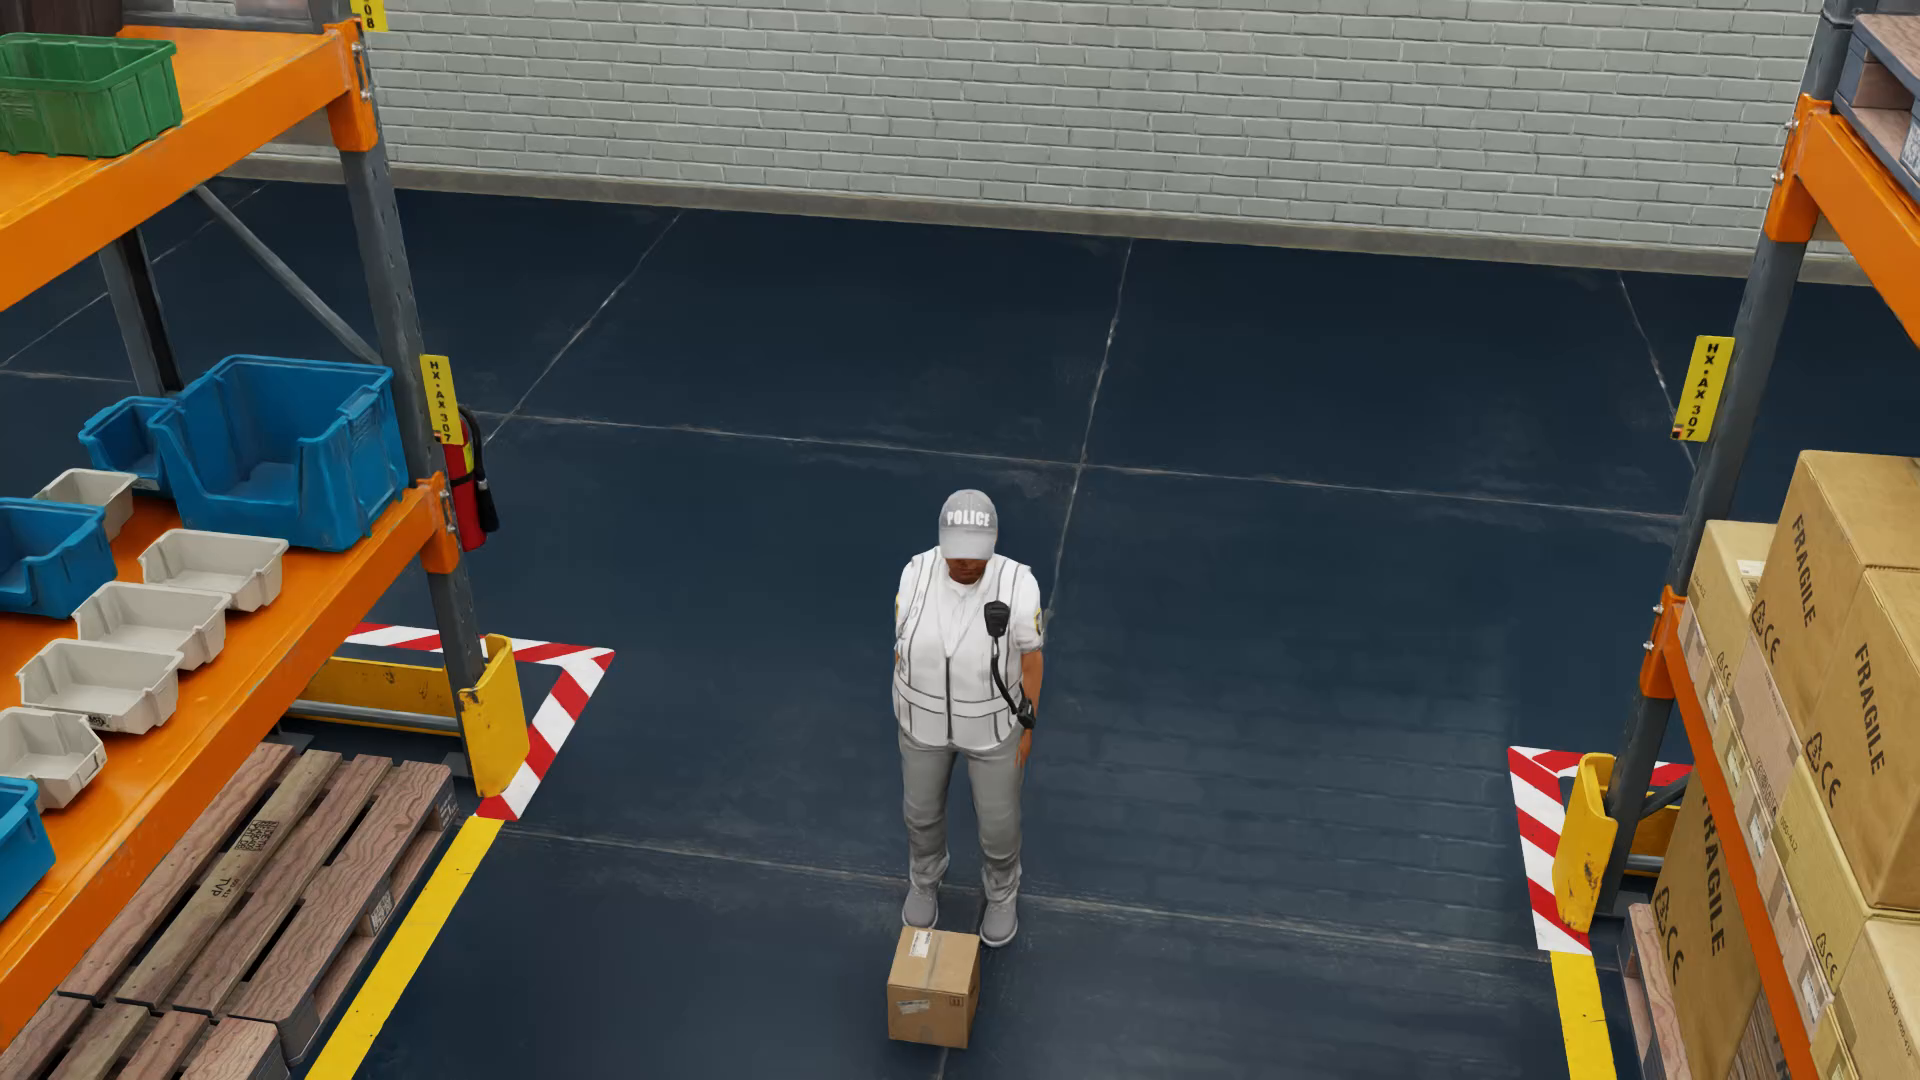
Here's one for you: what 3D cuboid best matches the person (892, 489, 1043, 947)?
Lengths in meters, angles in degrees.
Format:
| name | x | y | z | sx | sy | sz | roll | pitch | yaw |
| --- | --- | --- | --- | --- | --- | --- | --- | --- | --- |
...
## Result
| name | x | y | z | sx | sy | sz | roll | pitch | yaw |
| --- | --- | --- | --- | --- | --- | --- | --- | --- | --- |
| person | 0.020 | 0.579 | 5.242 | 0.467 | 1.665 | 0.390 | 6 | 33 | 9 |
